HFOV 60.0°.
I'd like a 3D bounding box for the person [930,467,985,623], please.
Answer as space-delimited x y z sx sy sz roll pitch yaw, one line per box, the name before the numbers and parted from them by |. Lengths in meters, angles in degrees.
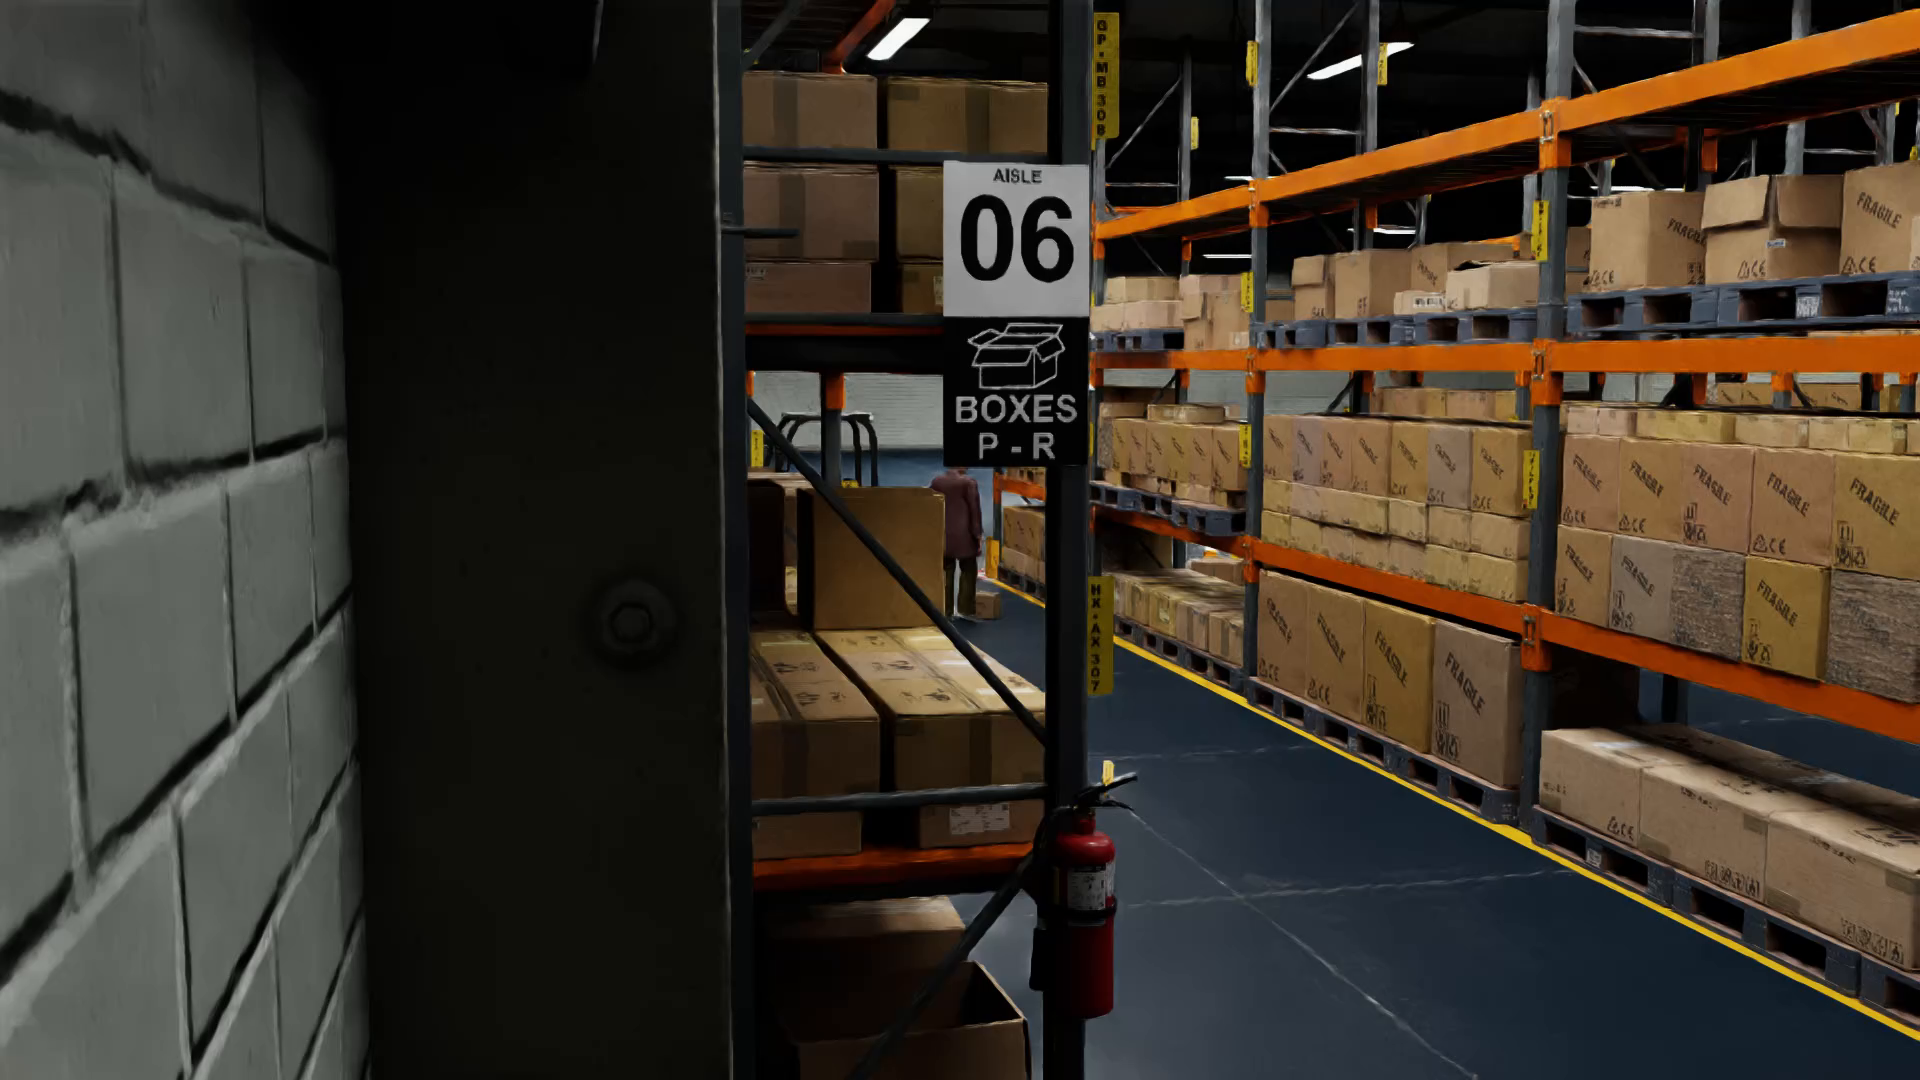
person | -0.050 -0.021 17.391 0.682 1.828 0.377 2 6 20
